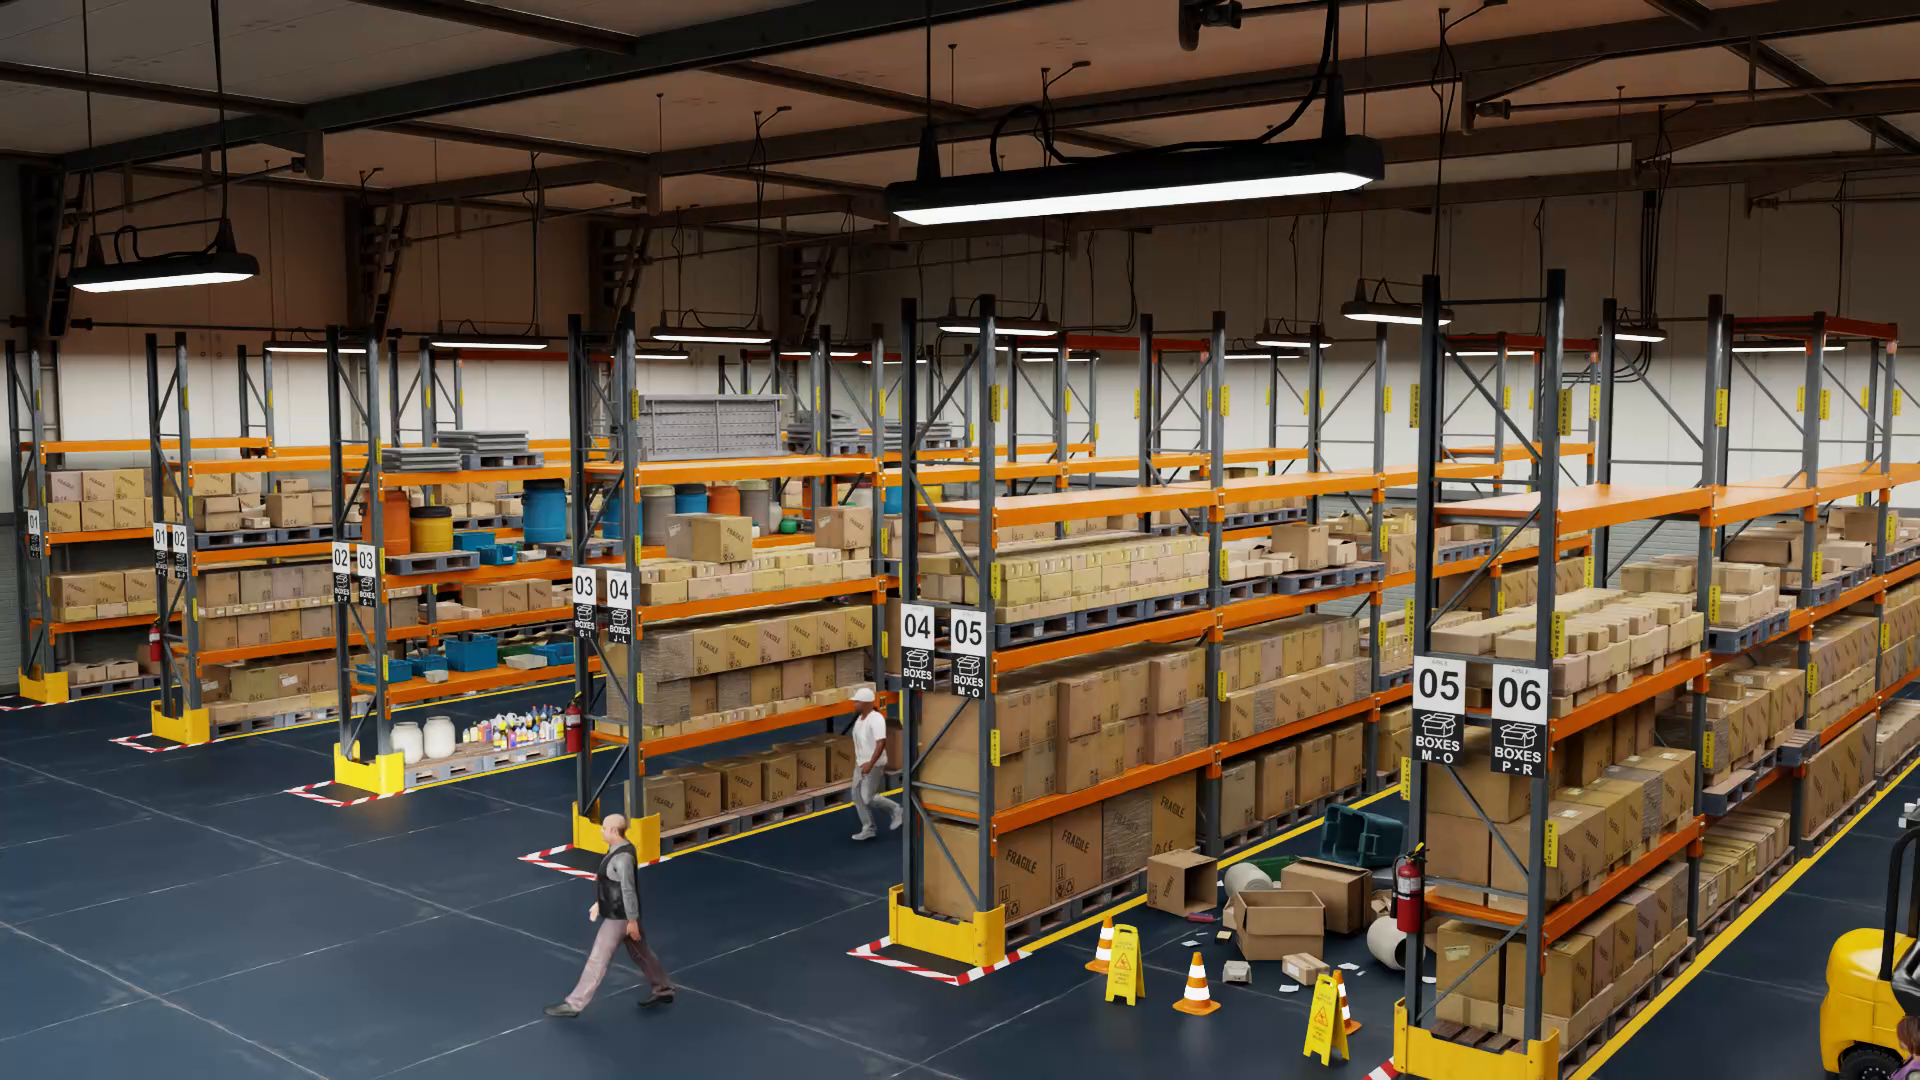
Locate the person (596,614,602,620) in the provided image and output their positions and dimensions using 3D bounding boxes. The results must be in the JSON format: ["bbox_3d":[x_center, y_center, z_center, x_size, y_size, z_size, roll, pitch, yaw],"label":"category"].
[{"bbox_3d":[-7.744,1.209,34.668,0.453,1.614,1.034,5,7,42],"label":"person"}]

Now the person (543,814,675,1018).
[{"bbox_3d":[-2.900,3.079,13.739,1.050,1.660,0.565,-1,5,-7],"label":"person"}]

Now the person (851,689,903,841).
[{"bbox_3d":[-0.992,2.577,19.249,0.633,1.732,0.625,-3,6,-31],"label":"person"}]

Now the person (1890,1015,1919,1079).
[{"bbox_3d":[5.585,3.510,9.582,0.790,1.564,0.430,3,6,33],"label":"person"}]
